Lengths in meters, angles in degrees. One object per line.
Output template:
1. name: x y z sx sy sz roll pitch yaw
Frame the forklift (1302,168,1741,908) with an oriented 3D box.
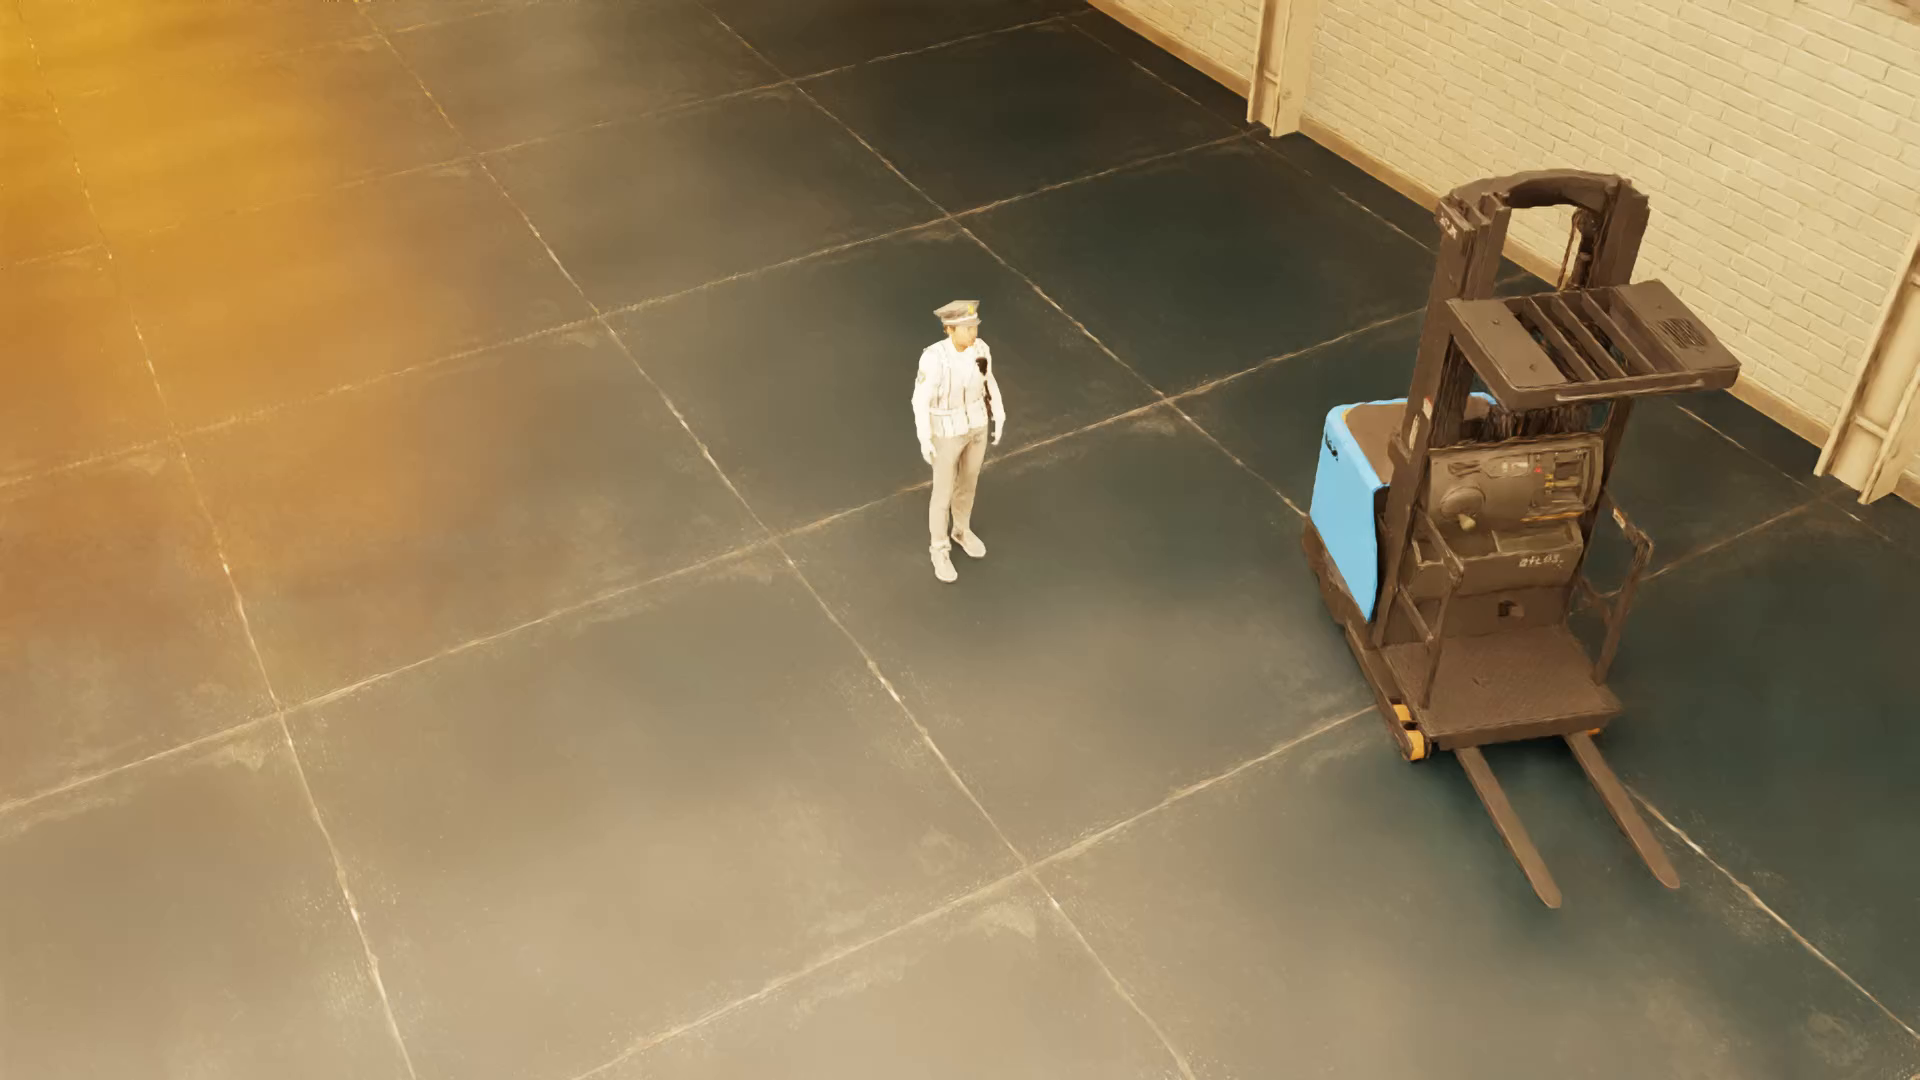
1. forklift: 2.860 -0.204 8.282 1.130 2.935 3.031 -7 40 -8

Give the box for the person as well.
1. person: 0.028 -0.618 9.738 0.586 1.695 0.533 -20 44 -23
